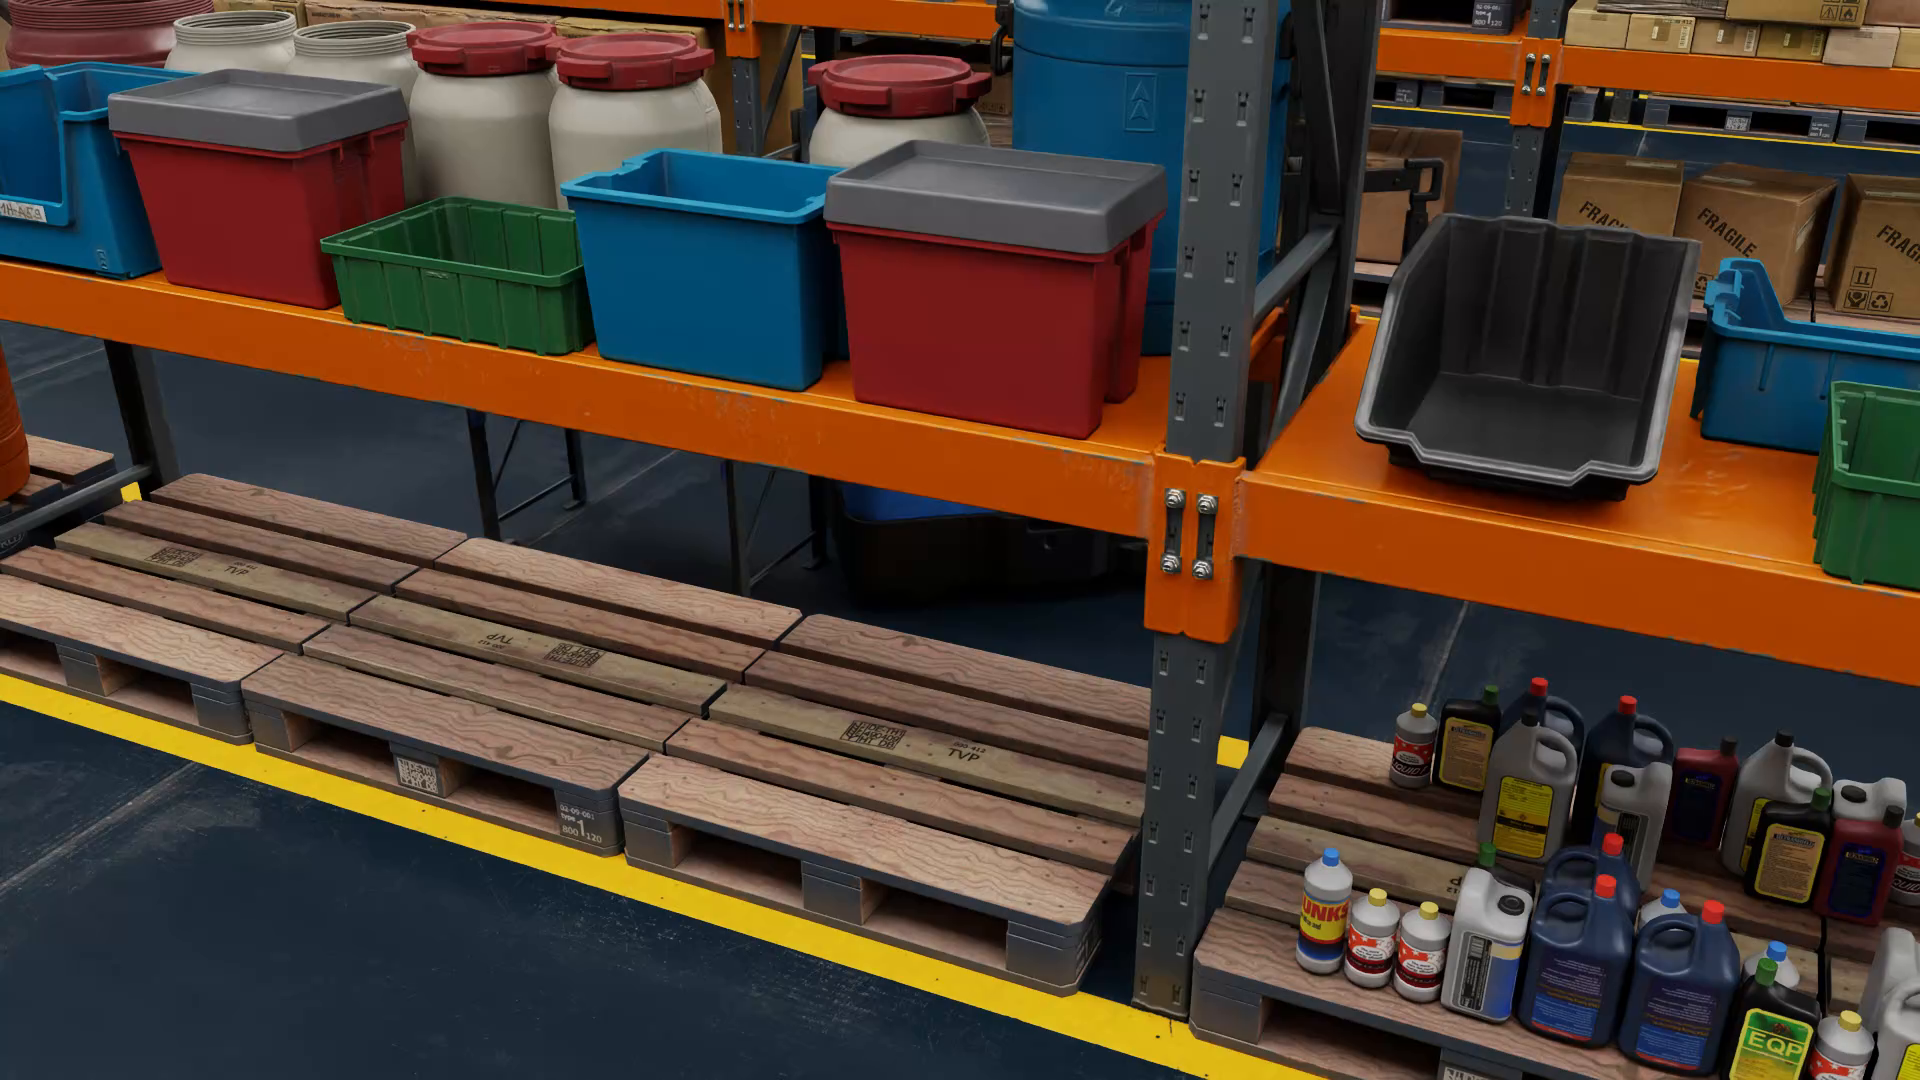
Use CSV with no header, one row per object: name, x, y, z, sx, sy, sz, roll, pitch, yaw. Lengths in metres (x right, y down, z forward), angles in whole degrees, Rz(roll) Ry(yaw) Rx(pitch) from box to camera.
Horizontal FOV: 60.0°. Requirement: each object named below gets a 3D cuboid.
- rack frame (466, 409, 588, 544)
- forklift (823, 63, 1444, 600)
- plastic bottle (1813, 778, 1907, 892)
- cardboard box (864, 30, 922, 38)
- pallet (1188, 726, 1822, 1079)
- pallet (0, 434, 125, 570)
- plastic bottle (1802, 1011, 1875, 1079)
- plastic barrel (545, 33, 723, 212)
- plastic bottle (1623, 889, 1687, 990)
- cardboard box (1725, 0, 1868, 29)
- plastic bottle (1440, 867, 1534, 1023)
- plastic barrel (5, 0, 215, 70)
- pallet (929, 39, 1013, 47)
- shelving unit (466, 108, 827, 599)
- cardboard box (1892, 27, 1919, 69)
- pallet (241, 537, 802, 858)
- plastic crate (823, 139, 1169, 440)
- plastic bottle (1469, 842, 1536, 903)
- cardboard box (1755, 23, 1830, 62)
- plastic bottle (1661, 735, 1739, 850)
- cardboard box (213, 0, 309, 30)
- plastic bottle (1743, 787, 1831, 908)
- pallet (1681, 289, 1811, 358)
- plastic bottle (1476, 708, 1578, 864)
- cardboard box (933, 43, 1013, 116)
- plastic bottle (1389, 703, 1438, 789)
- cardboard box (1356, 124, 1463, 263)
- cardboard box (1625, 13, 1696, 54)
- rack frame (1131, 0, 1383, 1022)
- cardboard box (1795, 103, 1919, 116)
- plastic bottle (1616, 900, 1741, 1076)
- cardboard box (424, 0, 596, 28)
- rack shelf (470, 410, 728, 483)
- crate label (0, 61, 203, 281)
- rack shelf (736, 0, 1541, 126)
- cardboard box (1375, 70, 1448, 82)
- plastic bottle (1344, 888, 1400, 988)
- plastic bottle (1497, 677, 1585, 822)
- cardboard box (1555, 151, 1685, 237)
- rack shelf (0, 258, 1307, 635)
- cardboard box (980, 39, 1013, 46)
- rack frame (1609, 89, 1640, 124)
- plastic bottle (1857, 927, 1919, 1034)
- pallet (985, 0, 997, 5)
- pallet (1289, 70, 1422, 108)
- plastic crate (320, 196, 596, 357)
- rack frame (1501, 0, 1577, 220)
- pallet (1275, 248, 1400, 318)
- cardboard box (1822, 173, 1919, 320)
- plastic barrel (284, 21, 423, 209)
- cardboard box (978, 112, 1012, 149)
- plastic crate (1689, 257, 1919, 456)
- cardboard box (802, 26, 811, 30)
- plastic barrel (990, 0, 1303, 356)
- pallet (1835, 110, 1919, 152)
rack frame,-1.484,-0.721,5.511,0.032,1.500,0.500,13,30,24
forklift,1.042,-1.432,5.340,3.031,2.935,1.130,-5,27,-10
plastic bottle,1.962,0.643,3.633,0.135,0.276,0.152,12,29,23
cardboard box,-0.471,-4.476,13.800,0.500,0.500,0.500,10,28,20
pallet,1.236,0.882,3.720,1.213,0.211,1.003,11,28,22
pallet,-3.735,-0.116,5.747,1.213,0.211,1.003,11,28,22
plastic bottle,1.624,0.960,3.075,0.097,0.201,0.097,0,26,0
plastic barrel,-0.807,-0.967,4.164,0.433,0.535,0.433,0,26,0
plastic bottle,1.386,0.810,3.299,0.097,0.271,0.097,0,26,0
cardboard box,3.516,-2.466,6.912,0.500,0.500,0.875,11,28,22
plastic bottle,1.056,0.799,3.317,0.135,0.276,0.152,12,29,24
plastic barrel,-2.452,-1.338,4.918,0.708,0.536,0.600,11,28,22
pallet,0.485,-4.100,13.838,1.213,0.211,1.003,11,28,22
shelving unit,-1.032,-0.618,5.302,1.048,1.500,0.538,13,30,24
cardboard box,3.911,-2.008,6.718,0.250,0.149,0.380,11,28,22
pallet,-1.204,0.392,4.715,1.213,0.211,1.003,11,28,22
plastic crate,0.074,-0.503,3.303,0.583,0.464,0.402,11,28,22
plastic bottle,1.099,0.752,3.403,0.133,0.283,0.061,11,28,22
cardboard box,3.456,-2.100,6.903,0.250,0.149,0.380,11,28,22
plastic bottle,1.687,0.563,3.788,0.133,0.283,0.061,13,29,25
cardboard box,-4.000,-3.089,10.558,0.875,0.875,1.225,11,28,22
plastic bottle,1.797,0.655,3.602,0.133,0.283,0.061,11,28,22
pallet,3.318,-1.140,7.828,1.213,0.211,1.003,11,28,22
plastic bottle,1.287,0.542,3.754,0.185,0.351,0.144,11,28,22
cardboard box,0.160,-2.440,8.794,0.500,0.250,0.500,15,30,28
plastic bottle,1.101,0.491,4.028,0.097,0.201,0.097,0,26,0
cardboard box,2.142,-1.697,8.133,0.500,0.500,0.700,9,28,18
cardboard box,2.985,-2.176,7.059,0.250,0.149,0.380,11,28,22
rack frame,0.641,-0.509,3.387,0.127,3.000,1.000,11,28,22
cardboard box,6.202,-3.405,11.200,0.875,0.875,0.875,12,28,22
plastic bottle,1.376,0.831,3.166,0.185,0.351,0.144,10,28,20
cardboard box,-2.377,-2.767,9.905,0.875,0.875,1.225,11,28,22
rack shelf,-1.031,-0.457,5.383,1.000,0.185,0.538,13,30,24
crate label,-2.207,-0.965,4.275,0.616,0.435,0.502,11,28,22
rack shelf,0.871,-2.543,8.334,4.000,0.370,1.077,11,28,22
cardboard box,3.358,-3.910,12.368,0.750,0.750,1.050,11,28,22
plastic bottle,0.843,0.803,3.394,0.097,0.201,0.097,0,26,0
plastic bottle,1.347,0.484,3.871,0.185,0.351,0.144,11,28,20
cardboard box,3.039,-1.478,7.710,0.500,0.500,0.500,10,28,20
rack shelf,-1.179,-0.552,4.289,4.000,0.370,1.077,11,28,22
cardboard box,0.488,-4.290,13.421,0.500,0.500,0.500,11,28,22
rack frame,4.837,-4.476,11.445,0.127,3.000,1.000,11,28,22
plastic bottle,1.802,0.879,3.155,0.135,0.276,0.152,11,28,22
pallet,0.869,-2.800,8.258,1.213,0.211,1.003,11,28,22
pallet,2.989,-3.558,12.738,1.213,0.211,1.003,11,28,22
plastic crate,-1.061,-0.618,3.850,0.662,0.188,0.450,11,28,22
rack frame,2.692,-2.500,7.432,0.127,3.000,1.000,11,28,22
pallet,1.982,-1.391,8.336,1.213,0.211,1.003,11,28,22
cardboard box,4.161,-1.294,7.337,0.500,0.500,0.500,9,28,17
plastic barrel,-1.591,-1.111,4.484,0.421,0.512,0.421,0,26,0
cardboard box,0.179,-2.097,8.945,0.500,0.500,0.700,9,28,18
plastic crate,1.761,-0.349,3.231,0.616,0.251,0.499,11,28,22
cardboard box,-1.401,-4.668,14.190,0.500,0.500,0.500,13,29,24
plastic barrel,0.415,-0.926,3.667,0.708,0.901,0.600,11,28,22
pallet,6.611,-2.832,11.263,1.213,0.211,1.003,11,28,22
